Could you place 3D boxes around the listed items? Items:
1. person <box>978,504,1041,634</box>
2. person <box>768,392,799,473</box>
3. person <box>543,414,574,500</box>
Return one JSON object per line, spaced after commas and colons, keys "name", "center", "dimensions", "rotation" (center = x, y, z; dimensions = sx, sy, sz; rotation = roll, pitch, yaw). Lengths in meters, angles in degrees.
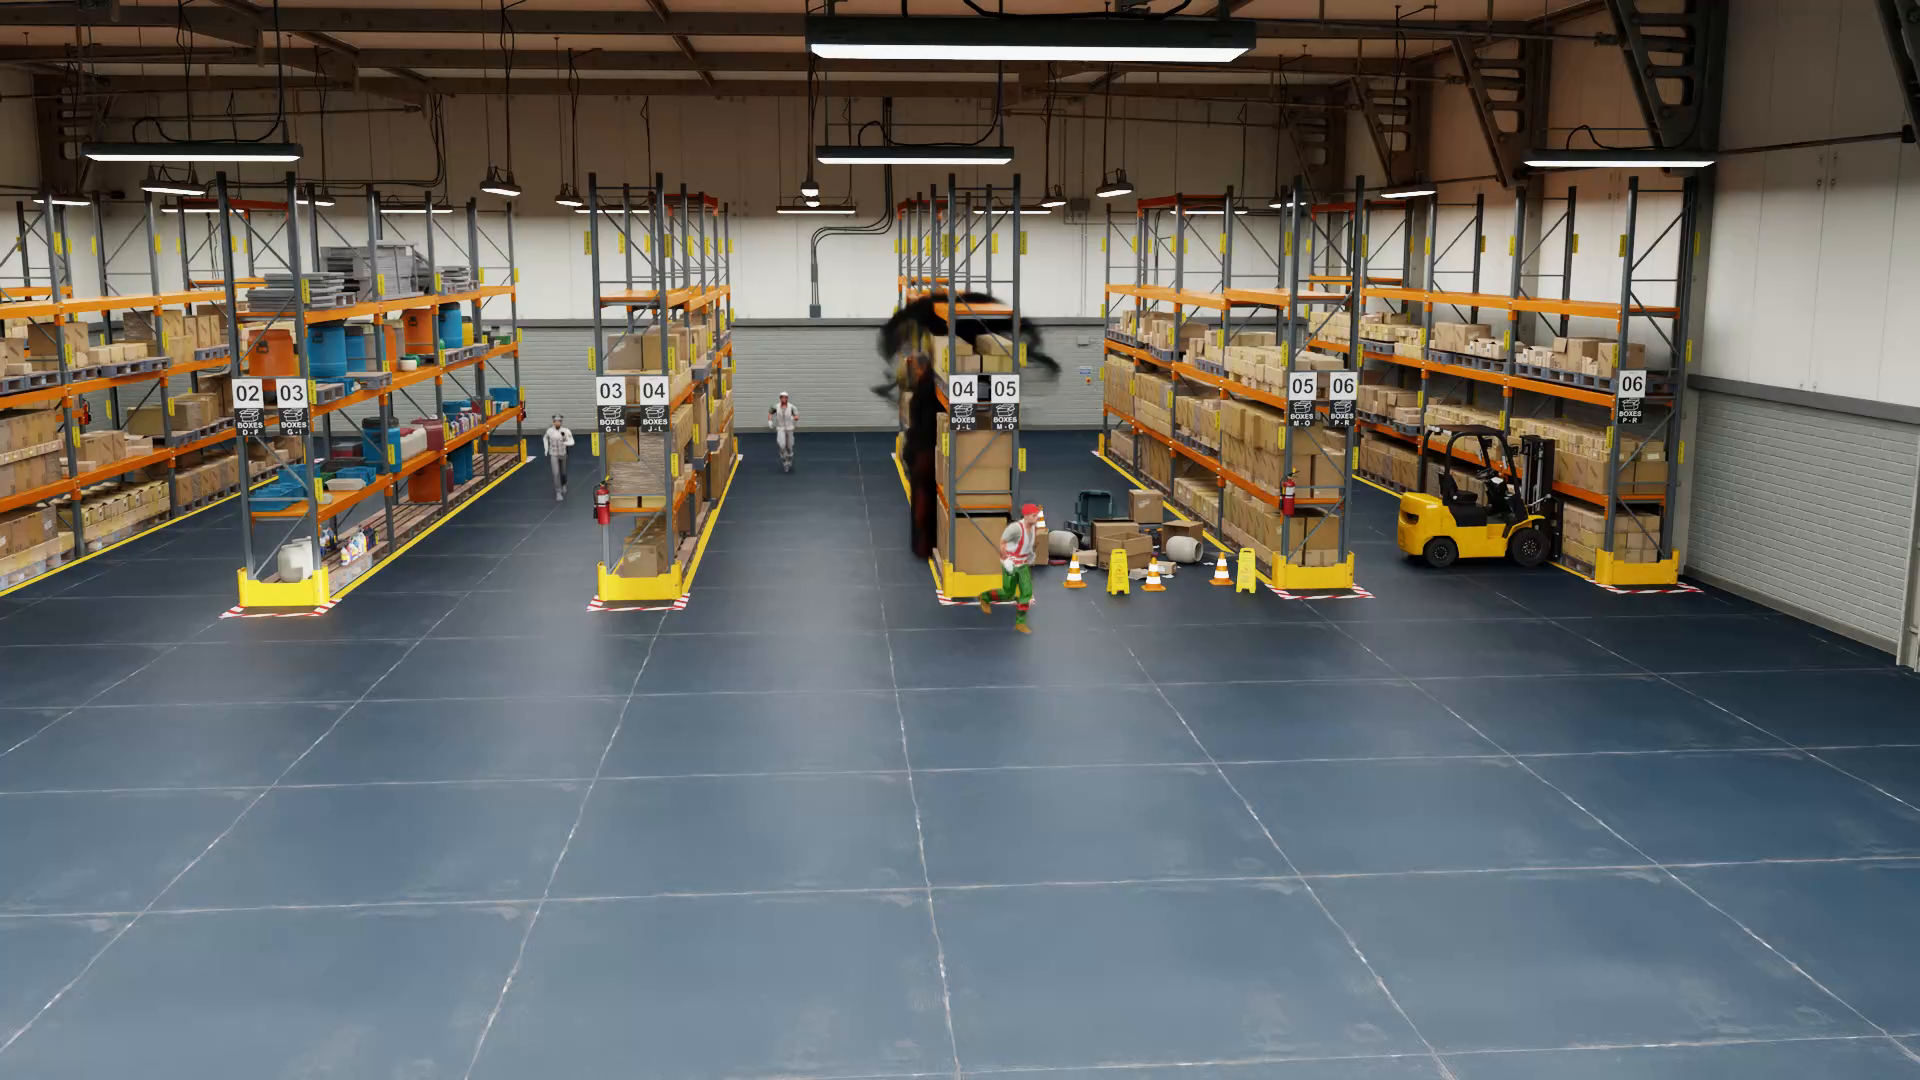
{"name": "person", "center": [0.666, 0.341, 21.960], "dimensions": [0.974, 1.726, 0.666], "rotation": [7, 12, 34]}
{"name": "person", "center": [-3.948, -2.418, 37.311], "dimensions": [0.686, 1.828, 0.851], "rotation": [-2, 10, -10]}
{"name": "person", "center": [-8.009, -1.689, 33.240], "dimensions": [0.608, 1.683, 0.942], "rotation": [-2, 10, -12]}
